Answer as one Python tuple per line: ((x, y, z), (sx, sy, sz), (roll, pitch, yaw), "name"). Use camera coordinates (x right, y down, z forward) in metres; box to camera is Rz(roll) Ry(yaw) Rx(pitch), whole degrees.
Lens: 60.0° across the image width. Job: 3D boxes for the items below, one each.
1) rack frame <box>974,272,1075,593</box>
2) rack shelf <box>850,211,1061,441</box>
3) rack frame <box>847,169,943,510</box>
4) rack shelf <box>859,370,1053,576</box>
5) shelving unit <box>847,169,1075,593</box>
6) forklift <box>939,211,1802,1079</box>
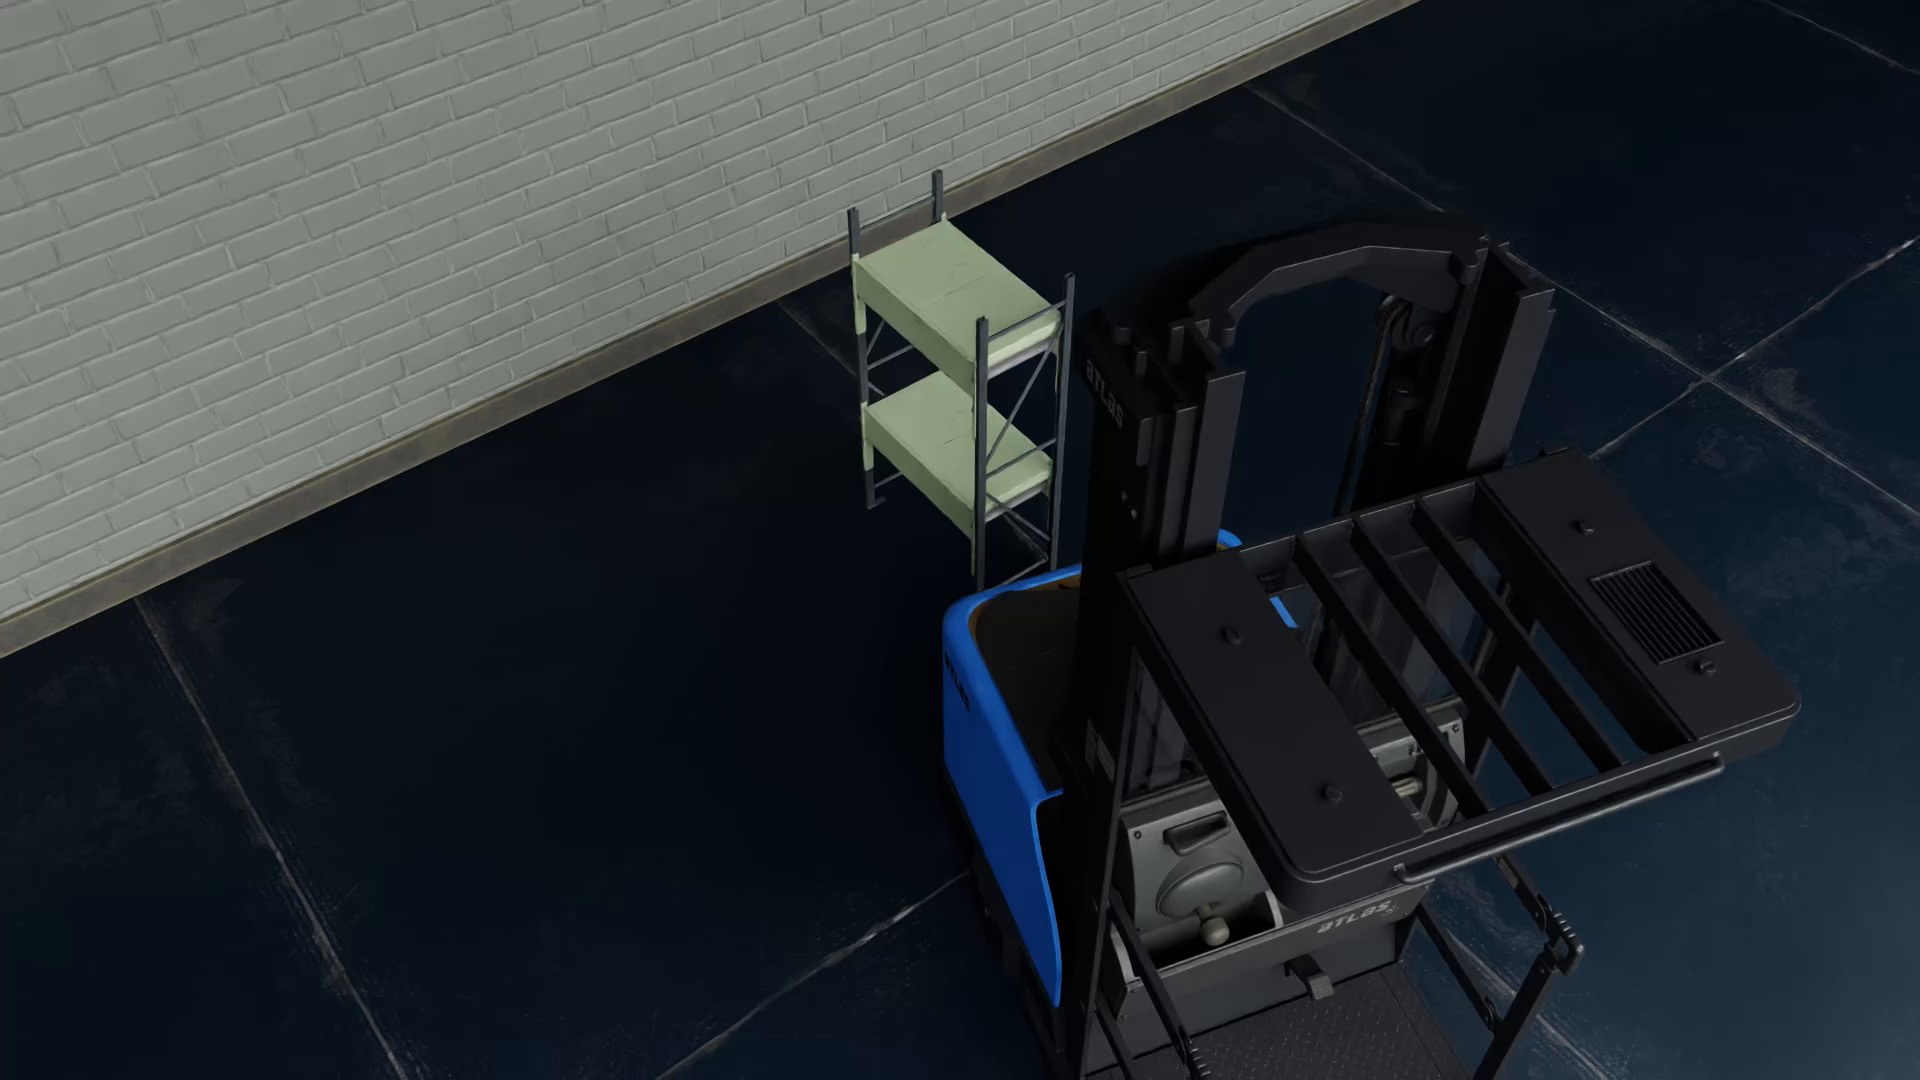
((0.218, -0.292, 6.001), (0.400, 1.500, 0.023), (-29, 54, -24), "rack frame")
((-0.004, -0.770, 5.908), (0.431, 0.370, 0.720), (-29, 54, -24), "rack shelf")
((-0.226, -0.723, 6.392), (0.400, 1.500, 0.023), (-29, 54, -24), "rack frame")
((-0.004, -0.289, 6.438), (0.431, 0.370, 0.720), (-29, 54, -24), "rack shelf")
((-0.004, -0.508, 6.197), (0.431, 1.500, 0.755), (-29, 54, -24), "shelving unit")
((0.924, 0.825, 4.023), (1.130, 2.935, 3.031), (-16, 50, -14), "forklift")
